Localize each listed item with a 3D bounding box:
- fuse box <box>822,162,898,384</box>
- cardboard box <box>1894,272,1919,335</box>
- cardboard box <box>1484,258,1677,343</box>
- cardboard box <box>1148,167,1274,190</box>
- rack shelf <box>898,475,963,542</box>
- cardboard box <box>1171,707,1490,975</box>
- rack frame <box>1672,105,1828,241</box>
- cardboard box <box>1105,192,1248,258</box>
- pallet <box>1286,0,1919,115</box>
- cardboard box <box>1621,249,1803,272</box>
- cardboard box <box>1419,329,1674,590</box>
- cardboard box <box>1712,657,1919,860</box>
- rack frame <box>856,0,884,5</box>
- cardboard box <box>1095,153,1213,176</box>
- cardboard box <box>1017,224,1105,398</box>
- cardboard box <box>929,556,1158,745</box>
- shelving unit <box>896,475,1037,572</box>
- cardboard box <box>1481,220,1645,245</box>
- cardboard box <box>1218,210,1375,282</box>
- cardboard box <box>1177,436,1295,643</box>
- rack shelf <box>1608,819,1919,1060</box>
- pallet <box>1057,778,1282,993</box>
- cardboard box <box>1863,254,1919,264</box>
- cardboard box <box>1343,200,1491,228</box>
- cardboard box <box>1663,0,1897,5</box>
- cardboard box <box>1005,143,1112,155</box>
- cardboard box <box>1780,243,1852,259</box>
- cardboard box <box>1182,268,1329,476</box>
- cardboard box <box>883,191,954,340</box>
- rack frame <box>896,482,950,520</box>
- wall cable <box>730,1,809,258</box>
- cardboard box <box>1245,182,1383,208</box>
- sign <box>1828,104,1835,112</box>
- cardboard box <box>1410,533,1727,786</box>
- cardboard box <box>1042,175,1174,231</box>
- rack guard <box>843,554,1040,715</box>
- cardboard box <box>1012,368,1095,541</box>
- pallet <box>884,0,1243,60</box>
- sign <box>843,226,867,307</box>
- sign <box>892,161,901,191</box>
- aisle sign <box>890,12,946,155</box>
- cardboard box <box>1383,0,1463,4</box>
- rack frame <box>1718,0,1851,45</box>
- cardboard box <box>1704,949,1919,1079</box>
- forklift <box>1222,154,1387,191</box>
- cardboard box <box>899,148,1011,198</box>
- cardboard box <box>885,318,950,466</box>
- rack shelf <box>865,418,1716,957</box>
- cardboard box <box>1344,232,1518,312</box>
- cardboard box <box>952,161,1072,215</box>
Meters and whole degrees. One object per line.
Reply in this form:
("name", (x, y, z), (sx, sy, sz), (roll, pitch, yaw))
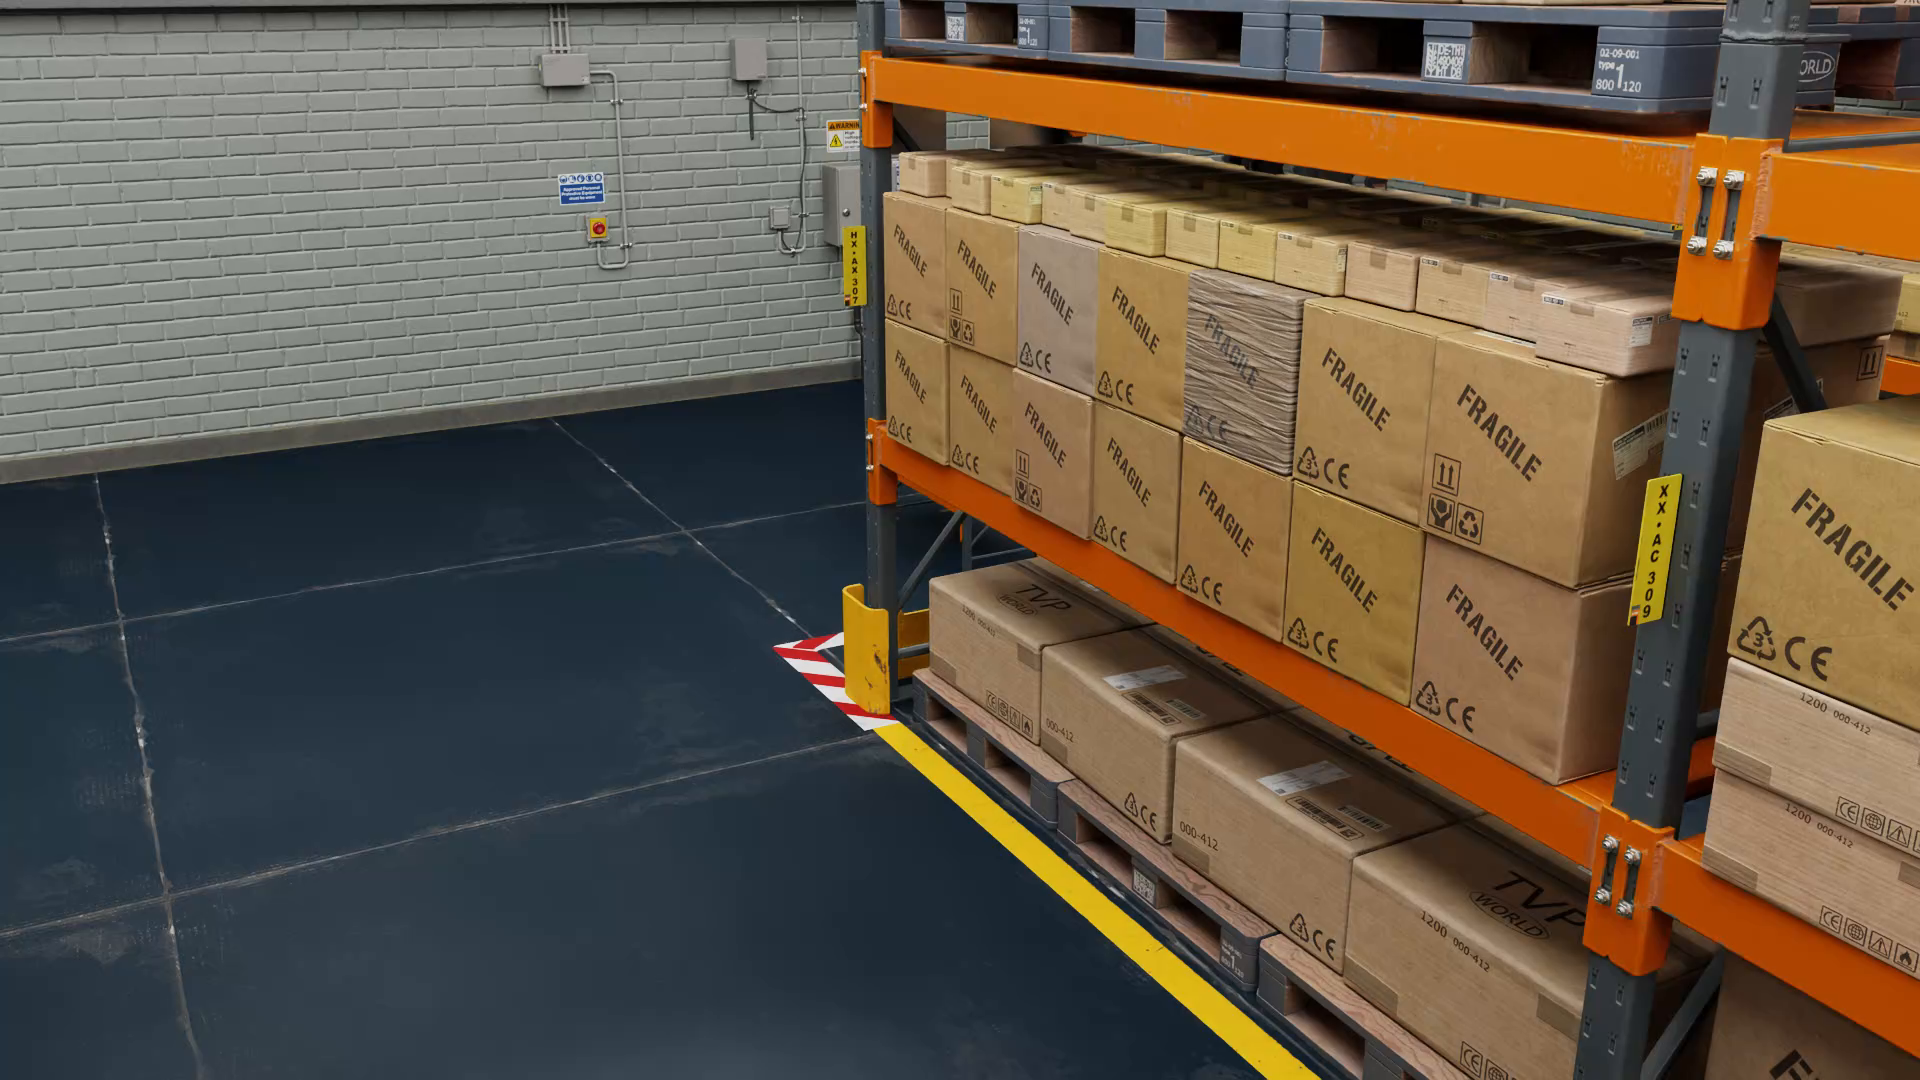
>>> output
("fuse box", (-0.722, -2.055, 12.963), (0.539, 1.711, 0.414), (-10, 21, -27))
("cardboard box", (4.886, -1.143, 8.120), (0.500, 0.250, 0.500), (-10, 22, -28))
("cardboard box", (1.501, -0.575, 4.019), (0.380, 0.149, 0.250), (-9, 21, -25))
("cardboard box", (0.888, -1.225, 5.902), (0.380, 0.149, 0.250), (-10, 22, -27))
("rack shelf", (-0.003, -0.303, 9.533), (0.538, 0.278, 1.000), (-10, 21, -27))
("cardboard box", (1.328, 0.942, 5.587), (0.875, 0.438, 0.875), (-11, 22, -28))
("rack frame", (4.425, -1.535, 9.482), (1.000, 3.000, 0.127), (-10, 21, -27))
("cardboard box", (0.682, -0.995, 5.237), (0.380, 0.149, 0.250), (-11, 22, -28))
("pallet", (1.578, -1.230, 4.133), (1.003, 0.211, 1.213), (-10, 21, -27))
("cardboard box", (1.900, -0.645, 4.223), (0.380, 0.149, 0.250), (-10, 21, -26))
("cardboard box", (1.490, -0.230, 4.012), (0.500, 0.500, 0.500), (-10, 21, -27))
("cardboard box", (1.918, 0.388, 3.373), (0.500, 0.250, 0.500), (-11, 22, -28))
("rack frame", (0.058, -3.601, 6.272), (1.000, 3.000, 0.127), (-10, 21, -27))
("cardboard box", (0.743, -1.390, 6.379), (0.380, 0.149, 0.250), (-10, 22, -27))
("cardboard box", (0.538, -0.809, 5.693), (0.500, 0.500, 0.500), (-10, 21, -27))
("cardboard box", (0.459, 0.421, 7.096), (0.875, 0.438, 0.875), (-11, 22, -28))
("shelving unit", (-0.003, -0.534, 9.454), (0.538, 1.125, 1.048), (-10, 21, -27))
("cardboard box", (1.678, -0.793, 4.651), (0.380, 0.149, 0.250), (-10, 21, -27))
("cardboard box", (0.980, -0.859, 4.843), (0.380, 0.149, 0.250), (-10, 22, -28))
("cardboard box", (1.011, -0.047, 5.015), (0.500, 0.500, 0.500), (-10, 22, -27))
("rack shelf", (2.907, 1.297, 2.376), (1.077, 0.370, 4.000), (-10, 21, -27))
("pallet", (1.082, 1.120, 6.062), (1.003, 0.211, 1.213), (-10, 21, -27))
("cardboard box", (5.120, -1.366, 8.765), (0.500, 0.250, 0.500), (-10, 21, -26))
("cardboard box", (1.385, -0.933, 5.057), (0.380, 0.149, 0.250), (-10, 21, -27))
("cardboard box", (1.863, -1.529, 3.916), (0.500, 0.500, 0.500), (-10, 21, -26))
("cardboard box", (0.405, -1.520, 6.757), (0.380, 0.149, 0.250), (-10, 21, -26))
("cardboard box", (4.403, -1.433, 8.959), (0.500, 0.250, 0.500), (-10, 21, -26))
("cardboard box", (1.007, -0.521, 4.857), (0.500, 0.500, 0.500), (-10, 21, -26))
("cardboard box", (0.035, -1.103, 6.544), (0.500, 0.500, 0.500), (-11, 22, -28))
("rack frame", (-0.245, -0.680, 9.876), (0.500, 1.125, 0.032), (-10, 21, -27))
("wall cable", (-1.397, -3.084, 12.412), (0.588, 1.984, 0.122), (-10, 21, -27))
("cardboard box", (1.167, -1.084, 5.493), (0.380, 0.149, 0.250), (-9, 21, -25))
("sign", (4.923, -2.312, 9.474), (0.100, 0.325, 0.005), (-10, 21, -27))
("cardboard box", (1.512, 0.242, 4.178), (0.500, 0.500, 0.500), (-10, 21, -26))
("cardboard box", (0.505, -1.150, 5.686), (0.380, 0.149, 0.250), (-10, 21, -26))
("rack guard", (0.047, 0.409, 7.678), (1.175, 0.500, 0.348), (-10, 21, -27))
("cardboard box", (0.524, -0.341, 5.867), (0.500, 0.500, 0.500), (-10, 21, -27))
("pallet", (0.420, -1.930, 6.163), (1.003, 0.211, 1.213), (-10, 21, -27))
("sign", (-0.433, -1.128, 6.852), (0.100, 0.325, 0.005), (-10, 21, -27))
("sign", (-0.386, -2.755, 13.162), (0.329, 0.494, 0.001), (-10, 21, -27))
("aisle sign", (-0.231, -1.970, 6.756), (0.394, 0.787, 0.004), (-10, 21, -27))
("cardboard box", (1.247, -1.372, 3.997), (0.380, 0.149, 0.250), (-9, 21, -25))
("rack frame", (1.958, -2.453, 2.944), (1.000, 3.000, 0.127), (-10, 21, -27))
("cardboard box", (2.322, 1.354, 3.721), (0.875, 0.875, 0.875), (-9, 21, -25))
("forklift", (2.402, -1.755, 10.223), (3.031, 2.935, 1.130), (-8, 21, -23))
("cardboard box", (-0.017, -1.447, 6.546), (0.380, 0.149, 0.250), (-9, 21, -26))
("cardboard box", (0.033, -0.630, 6.706), (0.500, 0.500, 0.500), (-10, 21, -27))
("rack shelf", (1.008, 0.149, 5.704), (1.077, 0.370, 4.000), (-10, 21, -27))
("cardboard box", (1.256, -0.718, 4.434), (0.380, 0.149, 0.250), (-10, 21, -27))
("cardboard box", (0.193, -1.290, 6.092), (0.380, 0.149, 0.250), (-9, 21, -25))
